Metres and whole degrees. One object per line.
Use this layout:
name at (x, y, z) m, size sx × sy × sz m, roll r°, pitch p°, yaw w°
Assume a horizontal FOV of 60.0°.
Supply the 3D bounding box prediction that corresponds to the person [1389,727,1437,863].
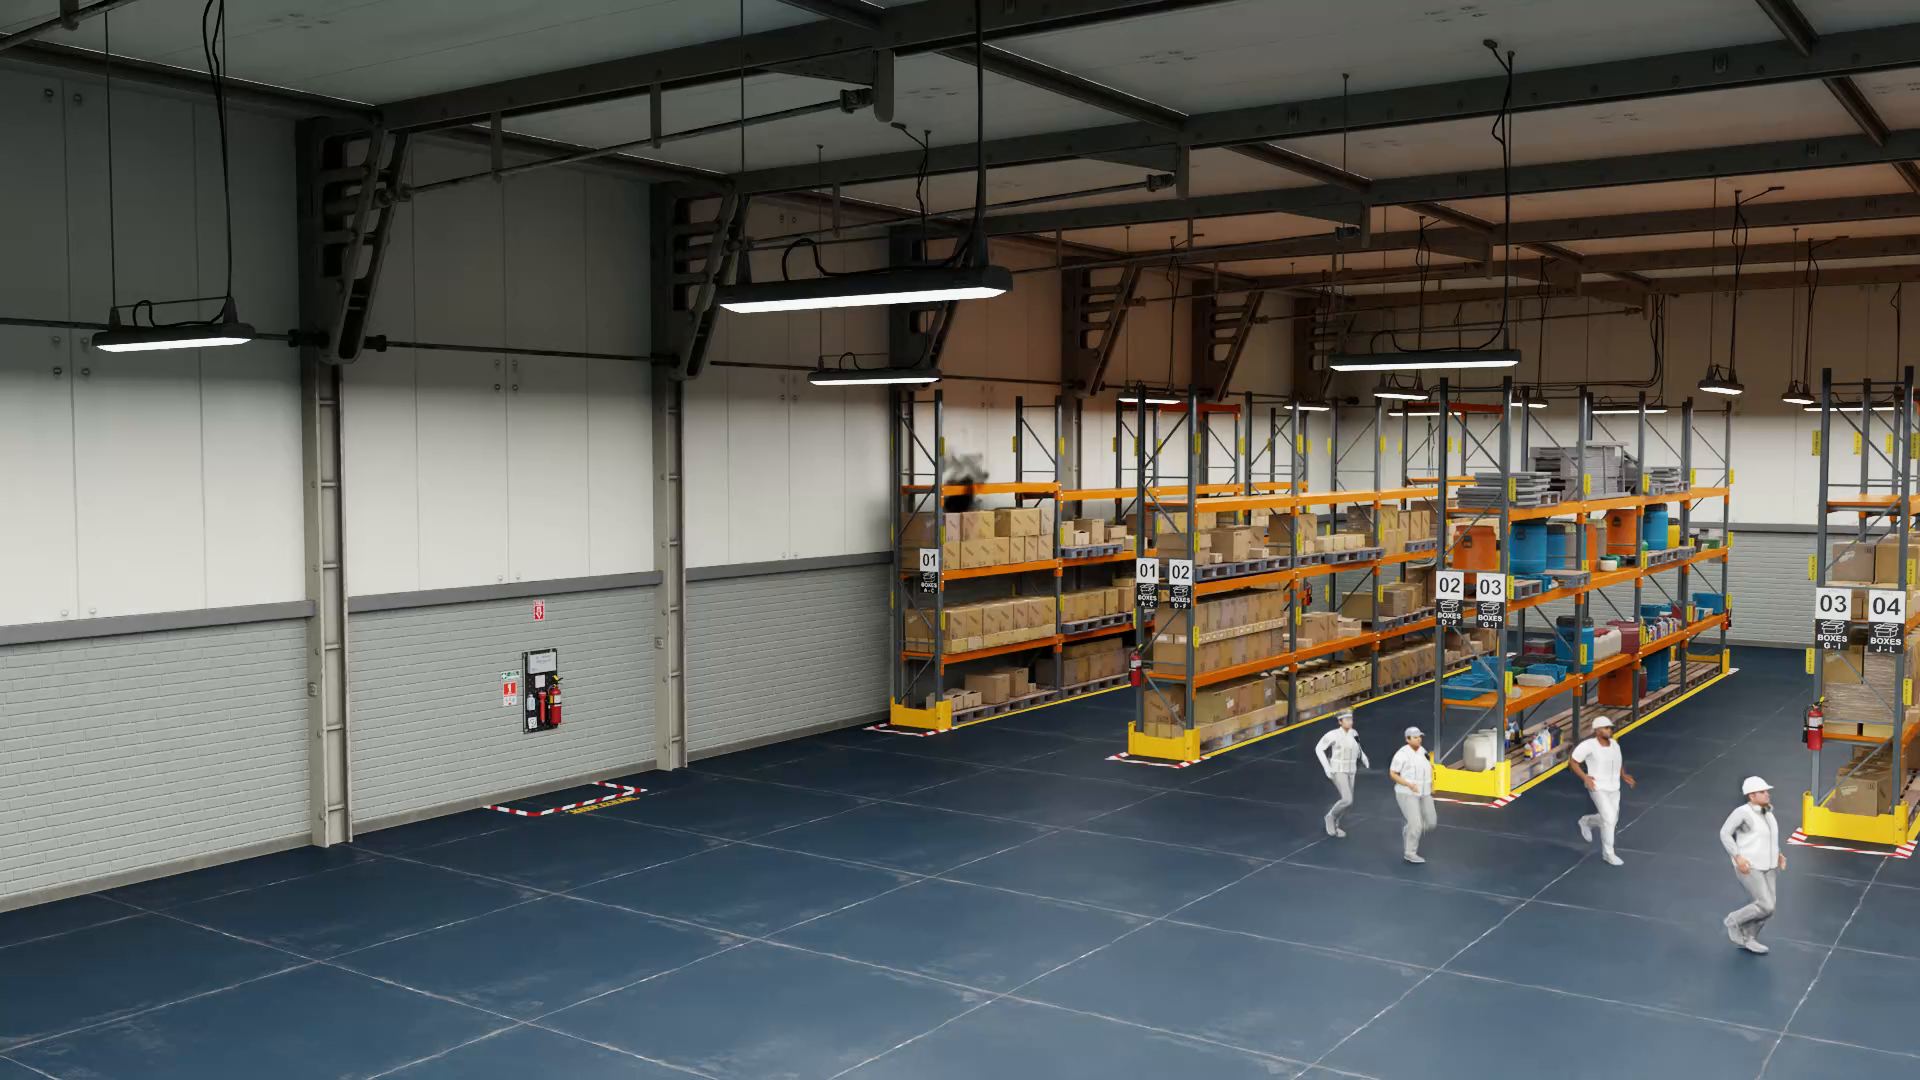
person at (5.473, 3.062, 20.090) m, size 0.604 × 1.617 × 0.575 m, roll -2°, pitch 4°, yaw -27°

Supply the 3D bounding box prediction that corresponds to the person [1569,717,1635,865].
person at (7.763, 3.007, 20.188) m, size 0.700 × 1.747 × 0.796 m, roll -1°, pitch 3°, yaw -23°

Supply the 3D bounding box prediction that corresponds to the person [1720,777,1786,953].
person at (7.861, 3.209, 16.430) m, size 0.666 × 1.735 × 0.515 m, roll -2°, pitch 4°, yaw -28°

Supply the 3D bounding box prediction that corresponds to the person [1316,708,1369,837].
person at (4.925, 2.971, 21.214) m, size 0.624 × 1.666 × 0.577 m, roll -2°, pitch 4°, yaw -30°
